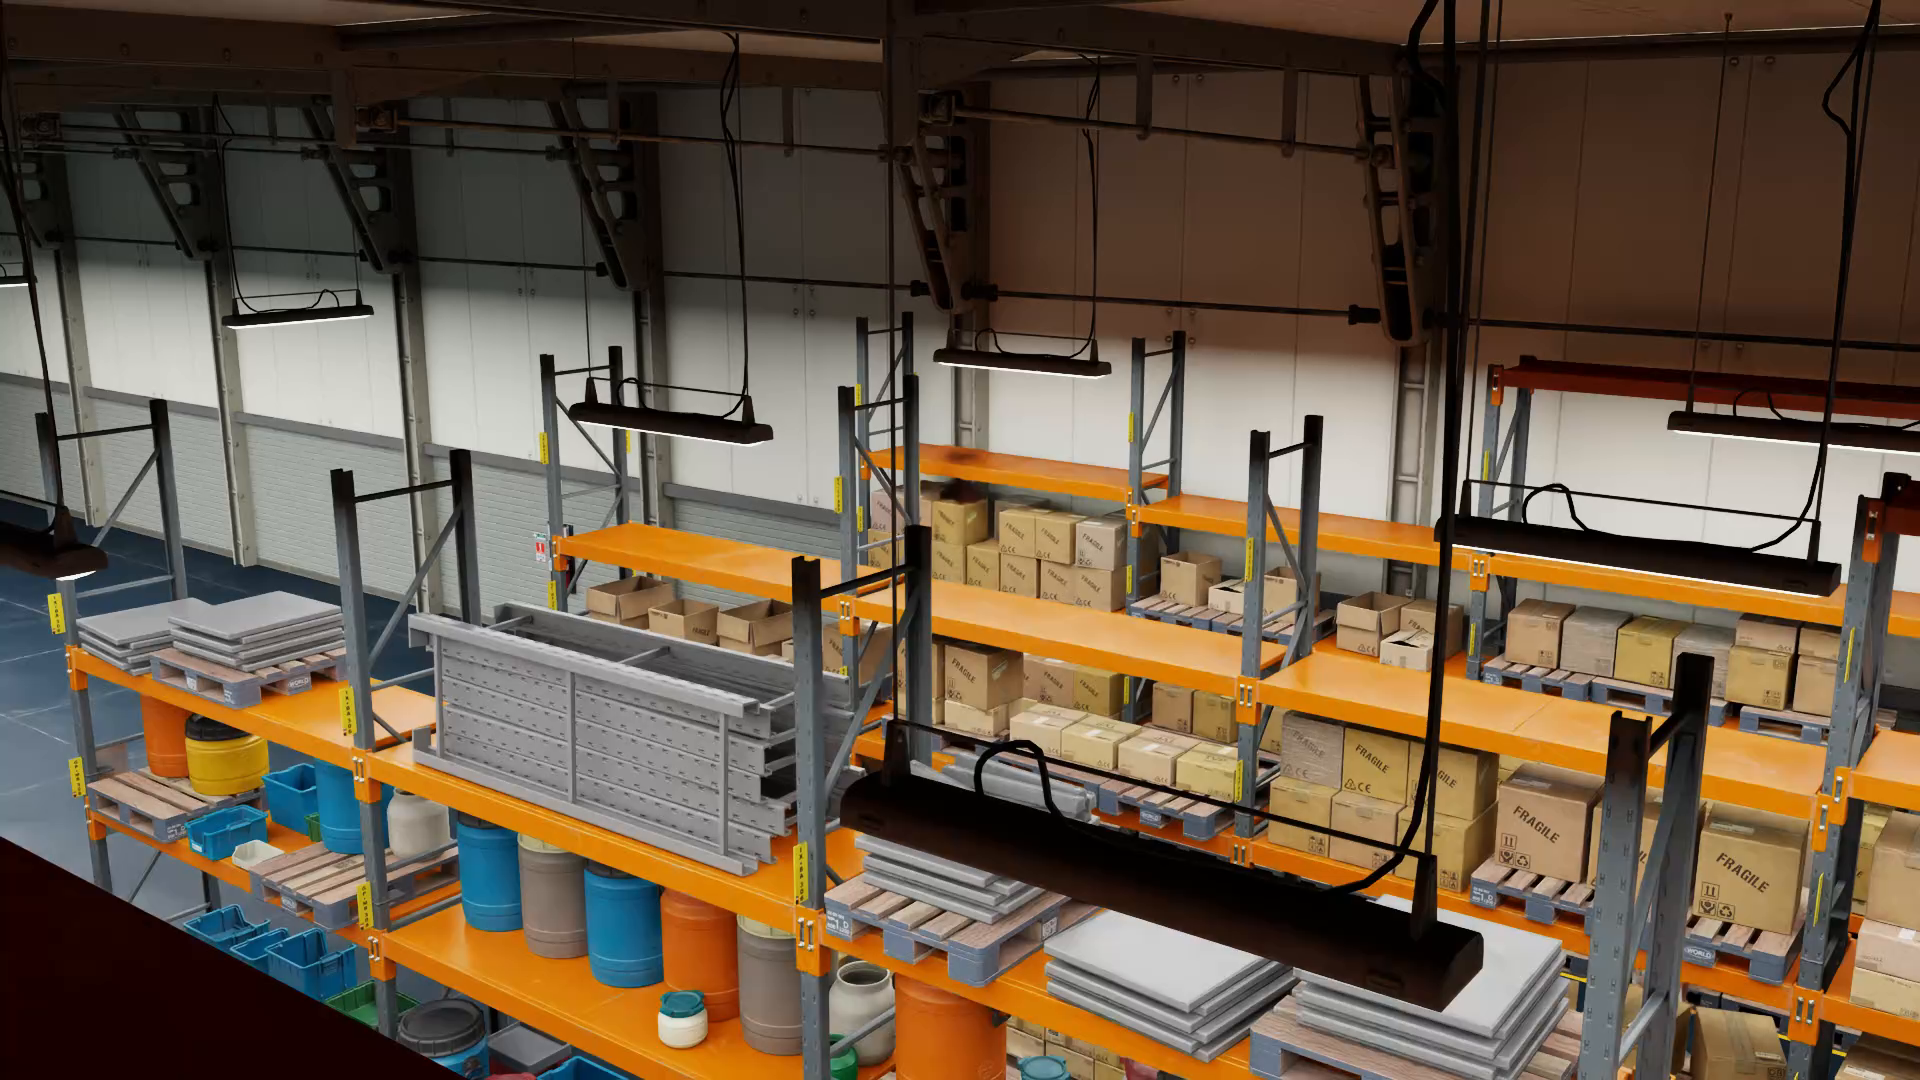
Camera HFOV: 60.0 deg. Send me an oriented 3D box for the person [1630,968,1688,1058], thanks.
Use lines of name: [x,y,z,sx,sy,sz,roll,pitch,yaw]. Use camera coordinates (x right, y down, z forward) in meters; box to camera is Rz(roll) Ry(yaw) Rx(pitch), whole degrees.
person: [5.983,3.964,14.377,1.061,1.719,0.578,8,15,32]
